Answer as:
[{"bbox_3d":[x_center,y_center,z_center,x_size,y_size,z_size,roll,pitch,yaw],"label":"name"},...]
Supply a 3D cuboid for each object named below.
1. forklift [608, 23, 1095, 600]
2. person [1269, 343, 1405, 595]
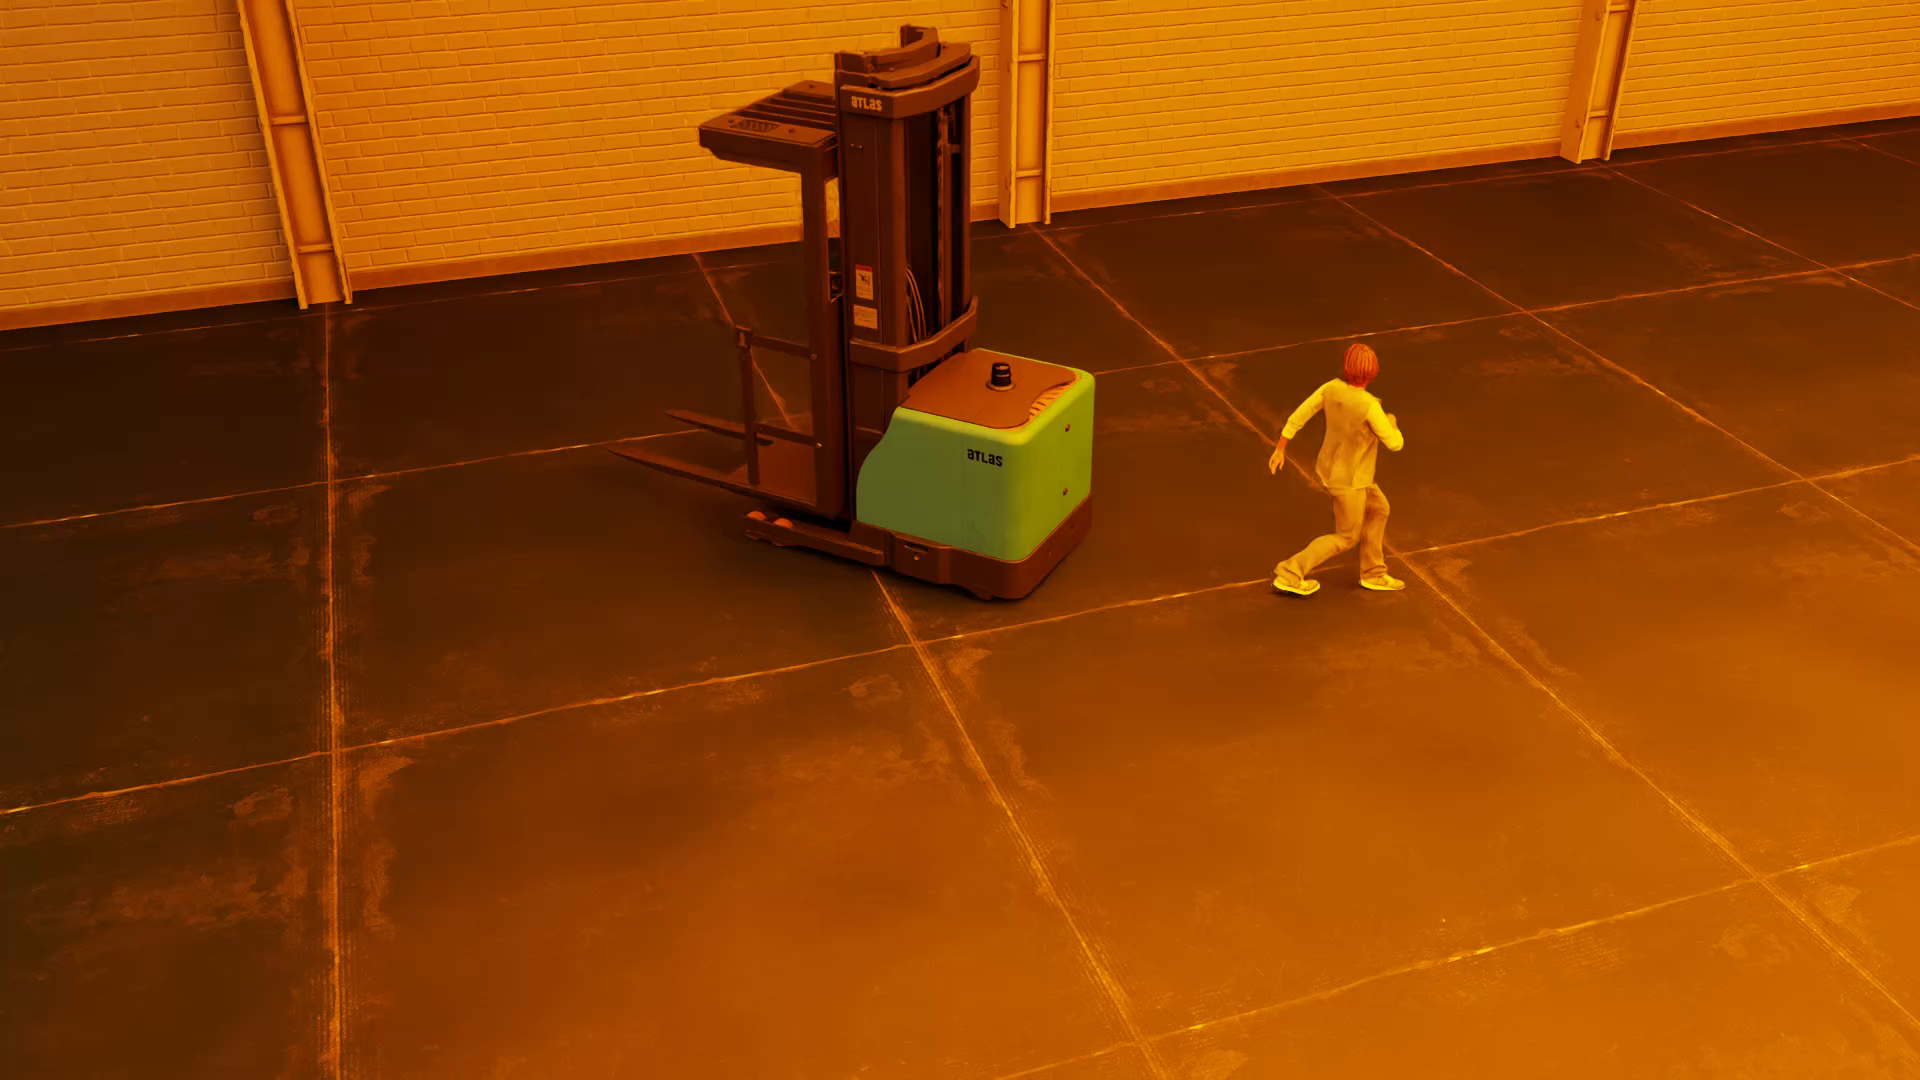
[{"bbox_3d":[-0.754,-1.444,9.597,3.031,2.935,1.130,15,33,24],"label":"forklift"},{"bbox_3d":[2.147,-0.368,9.181,0.825,1.527,0.428,-6,30,-10],"label":"person"}]
